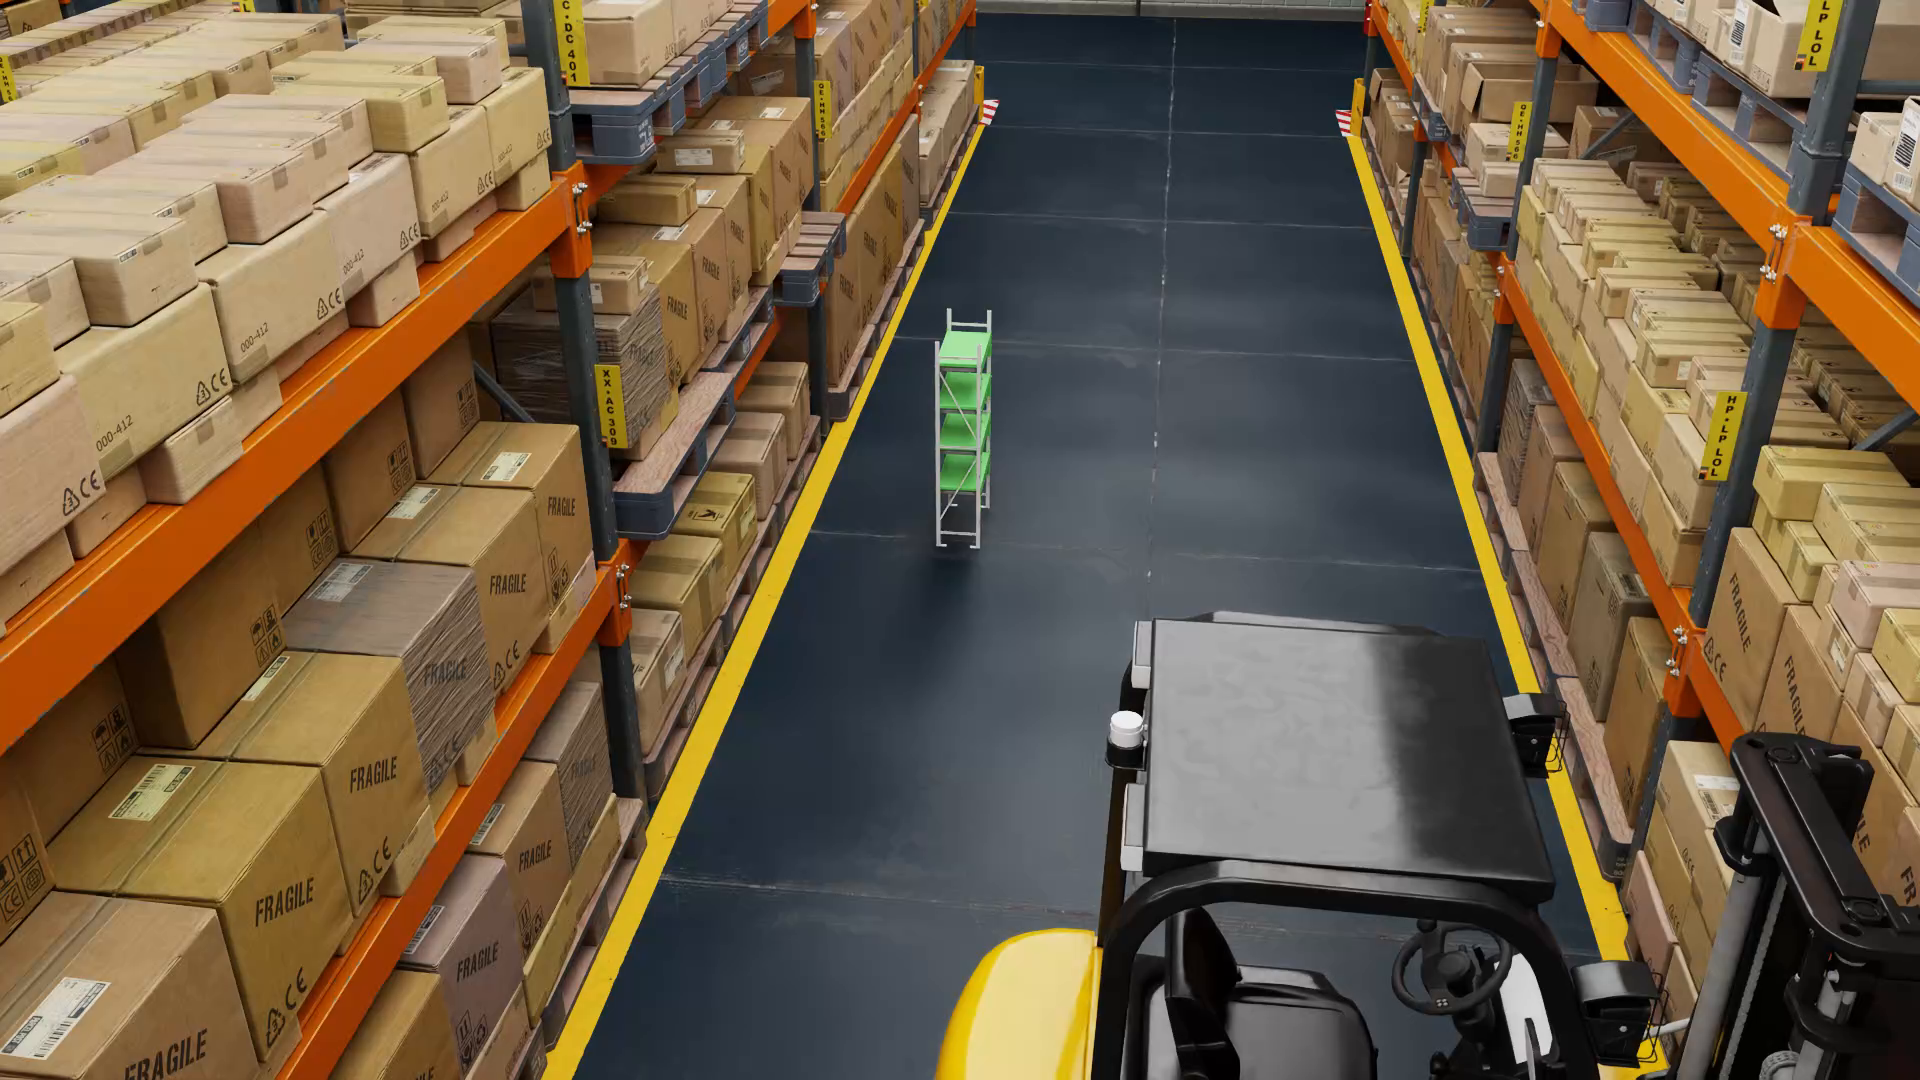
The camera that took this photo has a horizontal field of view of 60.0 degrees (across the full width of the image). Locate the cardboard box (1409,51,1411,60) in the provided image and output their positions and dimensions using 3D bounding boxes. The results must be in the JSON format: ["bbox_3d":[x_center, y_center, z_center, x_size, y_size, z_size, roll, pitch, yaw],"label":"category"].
[{"bbox_3d":[3.955,-4.036,13.843,0.380,0.149,0.250,4,29,8],"label":"cardboard box"}]

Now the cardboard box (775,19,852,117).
[{"bbox_3d":[-0.973,-2.952,10.407,0.500,0.500,0.500,3,29,6],"label":"cardboard box"}]

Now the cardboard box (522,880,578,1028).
[{"bbox_3d":[-1.679,1.438,5.875,0.500,0.250,0.500,3,28,5],"label":"cardboard box"}]

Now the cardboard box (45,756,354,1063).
[{"bbox_3d":[-1.853,0.884,4.027,0.500,0.500,0.500,3,28,5],"label":"cardboard box"}]

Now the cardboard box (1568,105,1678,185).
[{"bbox_3d":[3.817,-2.191,9.607,0.500,0.500,0.500,5,29,9],"label":"cardboard box"}]

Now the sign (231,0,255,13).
[{"bbox_3d":[-2.369,-1.885,5.464,0.100,0.325,0.005,3,28,6],"label":"sign"}]

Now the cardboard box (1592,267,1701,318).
[{"bbox_3d":[3.013,-1.082,7.307,0.380,0.149,0.250,3,28,5],"label":"cardboard box"}]

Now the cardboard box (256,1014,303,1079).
[{"bbox_3d":[-1.856,1.232,4.065,0.380,0.149,0.250,4,29,8],"label":"cardboard box"}]

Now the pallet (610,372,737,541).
[{"bbox_3d":[-1.580,-0.400,7.032,1.003,0.211,1.213,3,28,6],"label":"pallet"}]

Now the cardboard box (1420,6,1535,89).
[{"bbox_3d":[3.808,-3.626,12.270,0.700,0.500,0.500,4,29,7],"label":"cardboard box"}]

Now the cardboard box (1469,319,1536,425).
[{"bbox_3d":[3.438,-1.025,10.183,0.500,0.500,0.500,4,29,8],"label":"cardboard box"}]

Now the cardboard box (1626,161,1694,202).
[{"bbox_3d":[3.760,-1.894,8.813,0.380,0.149,0.250,4,29,8],"label":"cardboard box"}]

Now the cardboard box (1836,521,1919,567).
[{"bbox_3d":[2.811,0.075,4.846,0.380,0.149,0.250,3,28,5],"label":"cardboard box"}]

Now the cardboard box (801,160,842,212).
[{"bbox_3d":[-1.018,-2.166,10.265,0.500,0.250,0.500,3,28,5],"label":"cardboard box"}]

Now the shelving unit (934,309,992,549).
[{"bbox_3d":[0.020,-0.606,9.110,0.258,1.200,0.503,3,28,6],"label":"shelving unit"}]

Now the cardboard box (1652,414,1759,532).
[{"bbox_3d":[2.916,-0.246,6.176,0.500,0.250,0.500,3,28,5],"label":"cardboard box"}]

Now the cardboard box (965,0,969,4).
[{"bbox_3d":[-0.144,-5.583,16.345,0.500,0.500,0.500,4,29,6],"label":"cardboard box"}]

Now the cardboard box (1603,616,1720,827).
[{"bbox_3d":[3.162,0.768,6.723,0.875,0.625,0.625,5,29,8],"label":"cardboard box"}]

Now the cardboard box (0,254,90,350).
[{"bbox_3d":[-1.915,-0.436,3.159,0.380,0.149,0.250,3,28,6],"label":"cardboard box"}]

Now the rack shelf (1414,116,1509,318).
[{"bbox_3d":[3.844,-2.354,11.215,1.077,0.370,4.000,3,28,6],"label":"rack shelf"}]

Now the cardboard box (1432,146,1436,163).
[{"bbox_3d":[3.842,-2.956,12.770,0.380,0.149,0.250,3,28,5],"label":"cardboard box"}]

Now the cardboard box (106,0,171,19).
[{"bbox_3d":[-6.329,-4.064,12.826,0.380,0.149,0.250,4,29,7],"label":"cardboard box"}]

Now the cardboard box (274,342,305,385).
[{"bbox_3d":[-1.838,-0.455,4.033,0.380,0.149,0.250,3,28,6],"label":"cardboard box"}]

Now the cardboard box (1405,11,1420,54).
[{"bbox_3d":[3.956,-4.168,13.668,0.500,0.250,0.500,3,29,6],"label":"cardboard box"}]

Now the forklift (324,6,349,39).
[{"bbox_3d":[-3.179,-2.084,10.027,1.130,2.935,3.031,4,29,8],"label":"forklift"}]

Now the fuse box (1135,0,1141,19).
[{"bbox_3d":[2.387,-7.679,21.700,0.539,1.711,0.414,3,28,6],"label":"fuse box"}]

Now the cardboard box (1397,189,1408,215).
[{"bbox_3d":[3.866,-2.821,13.887,0.380,0.149,0.250,3,28,5],"label":"cardboard box"}]

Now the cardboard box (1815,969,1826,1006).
[{"bbox_3d":[2.616,1.424,4.847,0.500,0.250,0.500,4,29,8],"label":"cardboard box"}]

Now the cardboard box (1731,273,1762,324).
[{"bbox_3d":[3.598,-1.044,7.236,0.380,0.149,0.250,4,29,7],"label":"cardboard box"}]

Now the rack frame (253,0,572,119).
[{"bbox_3d":[-1.818,-2.774,4.911,1.000,3.000,0.127,3,28,6],"label":"rack frame"}]

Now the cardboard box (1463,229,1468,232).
[{"bbox_3d":[3.679,-2.082,11.460,0.380,0.149,0.250,3,29,6],"label":"cardboard box"}]

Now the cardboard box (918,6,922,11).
[{"bbox_3d":[-0.539,-4.593,13.453,0.500,0.500,0.500,4,29,7],"label":"cardboard box"}]

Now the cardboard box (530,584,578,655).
[{"bbox_3d":[-1.578,0.264,5.861,0.380,0.149,0.250,4,29,7],"label":"cardboard box"}]

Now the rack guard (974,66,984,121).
[{"bbox_3d":[-0.344,-4.692,17.433,1.175,0.500,0.348,3,28,6],"label":"rack guard"}]

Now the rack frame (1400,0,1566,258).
[{"bbox_3d":[4.089,-3.612,12.792,1.000,3.000,0.127,3,28,6],"label":"rack frame"}]

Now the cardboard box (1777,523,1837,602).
[{"bbox_3d":[2.779,0.081,5.148,0.380,0.149,0.250,4,29,7],"label":"cardboard box"}]

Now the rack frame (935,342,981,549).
[{"bbox_3d":[-0.010,-0.491,8.897,0.240,1.200,0.015,3,28,6],"label":"rack frame"}]

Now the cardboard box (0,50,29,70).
[{"bbox_3d":[-6.553,-3.217,11.253,0.380,0.149,0.250,4,29,8],"label":"cardboard box"}]

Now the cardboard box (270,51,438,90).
[{"bbox_3d":[-1.716,-1.288,4.740,0.380,0.149,0.250,4,29,7],"label":"cardboard box"}]

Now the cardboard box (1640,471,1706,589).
[{"bbox_3d":[2.911,-0.033,6.306,0.500,0.250,0.500,4,29,7],"label":"cardboard box"}]

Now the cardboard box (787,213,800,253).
[{"bbox_3d":[-1.082,-1.671,9.010,0.380,0.149,0.250,3,28,6],"label":"cardboard box"}]

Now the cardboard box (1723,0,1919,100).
[{"bbox_3d":[2.956,-1.711,5.647,0.500,0.311,0.500,2,28,5],"label":"cardboard box"}]

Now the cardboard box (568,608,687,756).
[{"bbox_3d":[-1.756,0.592,7.316,0.950,0.372,0.625,4,29,7],"label":"cardboard box"}]

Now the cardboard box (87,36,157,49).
[{"bbox_3d":[-5.844,-3.417,11.625,0.380,0.149,0.250,4,29,8],"label":"cardboard box"}]

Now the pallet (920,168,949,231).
[{"bbox_3d":[-0.667,-3.024,14.641,1.003,0.211,1.213,3,28,6],"label":"pallet"}]

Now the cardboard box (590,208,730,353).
[{"bbox_3d":[-1.341,-1.165,7.387,0.500,0.500,0.500,3,28,6],"label":"cardboard box"}]

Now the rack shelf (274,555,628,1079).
[{"bbox_3d":[-2.063,1.125,4.757,1.077,0.370,4.000,3,28,6],"label":"rack shelf"}]

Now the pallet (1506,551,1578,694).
[{"bbox_3d":[3.308,0.456,8.180,1.003,0.211,1.213,3,28,6],"label":"pallet"}]

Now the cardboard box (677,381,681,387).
[{"bbox_3d":[-1.438,-0.704,7.216,0.380,0.149,0.250,5,29,9],"label":"cardboard box"}]

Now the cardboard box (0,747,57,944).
[{"bbox_3d":[-2.392,0.644,3.419,0.700,0.500,0.500,4,29,7],"label":"cardboard box"}]

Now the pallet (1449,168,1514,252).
[{"bbox_3d":[3.613,-1.968,9.942,1.213,0.211,1.003,3,28,6],"label":"pallet"}]

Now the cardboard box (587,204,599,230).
[{"bbox_3d":[-1.860,-1.200,7.452,0.500,0.500,0.500,4,29,8],"label":"cardboard box"}]

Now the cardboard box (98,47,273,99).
[{"bbox_3d":[-2.224,-1.317,4.793,0.380,0.149,0.250,2,28,5],"label":"cardboard box"}]

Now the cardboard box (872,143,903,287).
[{"bbox_3d":[-0.937,-2.426,12.388,0.875,0.875,0.875,4,29,8],"label":"cardboard box"}]

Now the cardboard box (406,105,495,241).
[{"bbox_3d":[-1.665,-1.057,4.731,0.500,0.250,0.500,3,28,5],"label":"cardboard box"}]

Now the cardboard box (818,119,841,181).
[{"bbox_3d":[-1.020,-2.394,10.162,0.500,0.250,0.500,3,28,6],"label":"cardboard box"}]

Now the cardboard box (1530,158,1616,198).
[{"bbox_3d":[3.268,-1.926,8.873,0.380,0.149,0.250,4,29,8],"label":"cardboard box"}]
